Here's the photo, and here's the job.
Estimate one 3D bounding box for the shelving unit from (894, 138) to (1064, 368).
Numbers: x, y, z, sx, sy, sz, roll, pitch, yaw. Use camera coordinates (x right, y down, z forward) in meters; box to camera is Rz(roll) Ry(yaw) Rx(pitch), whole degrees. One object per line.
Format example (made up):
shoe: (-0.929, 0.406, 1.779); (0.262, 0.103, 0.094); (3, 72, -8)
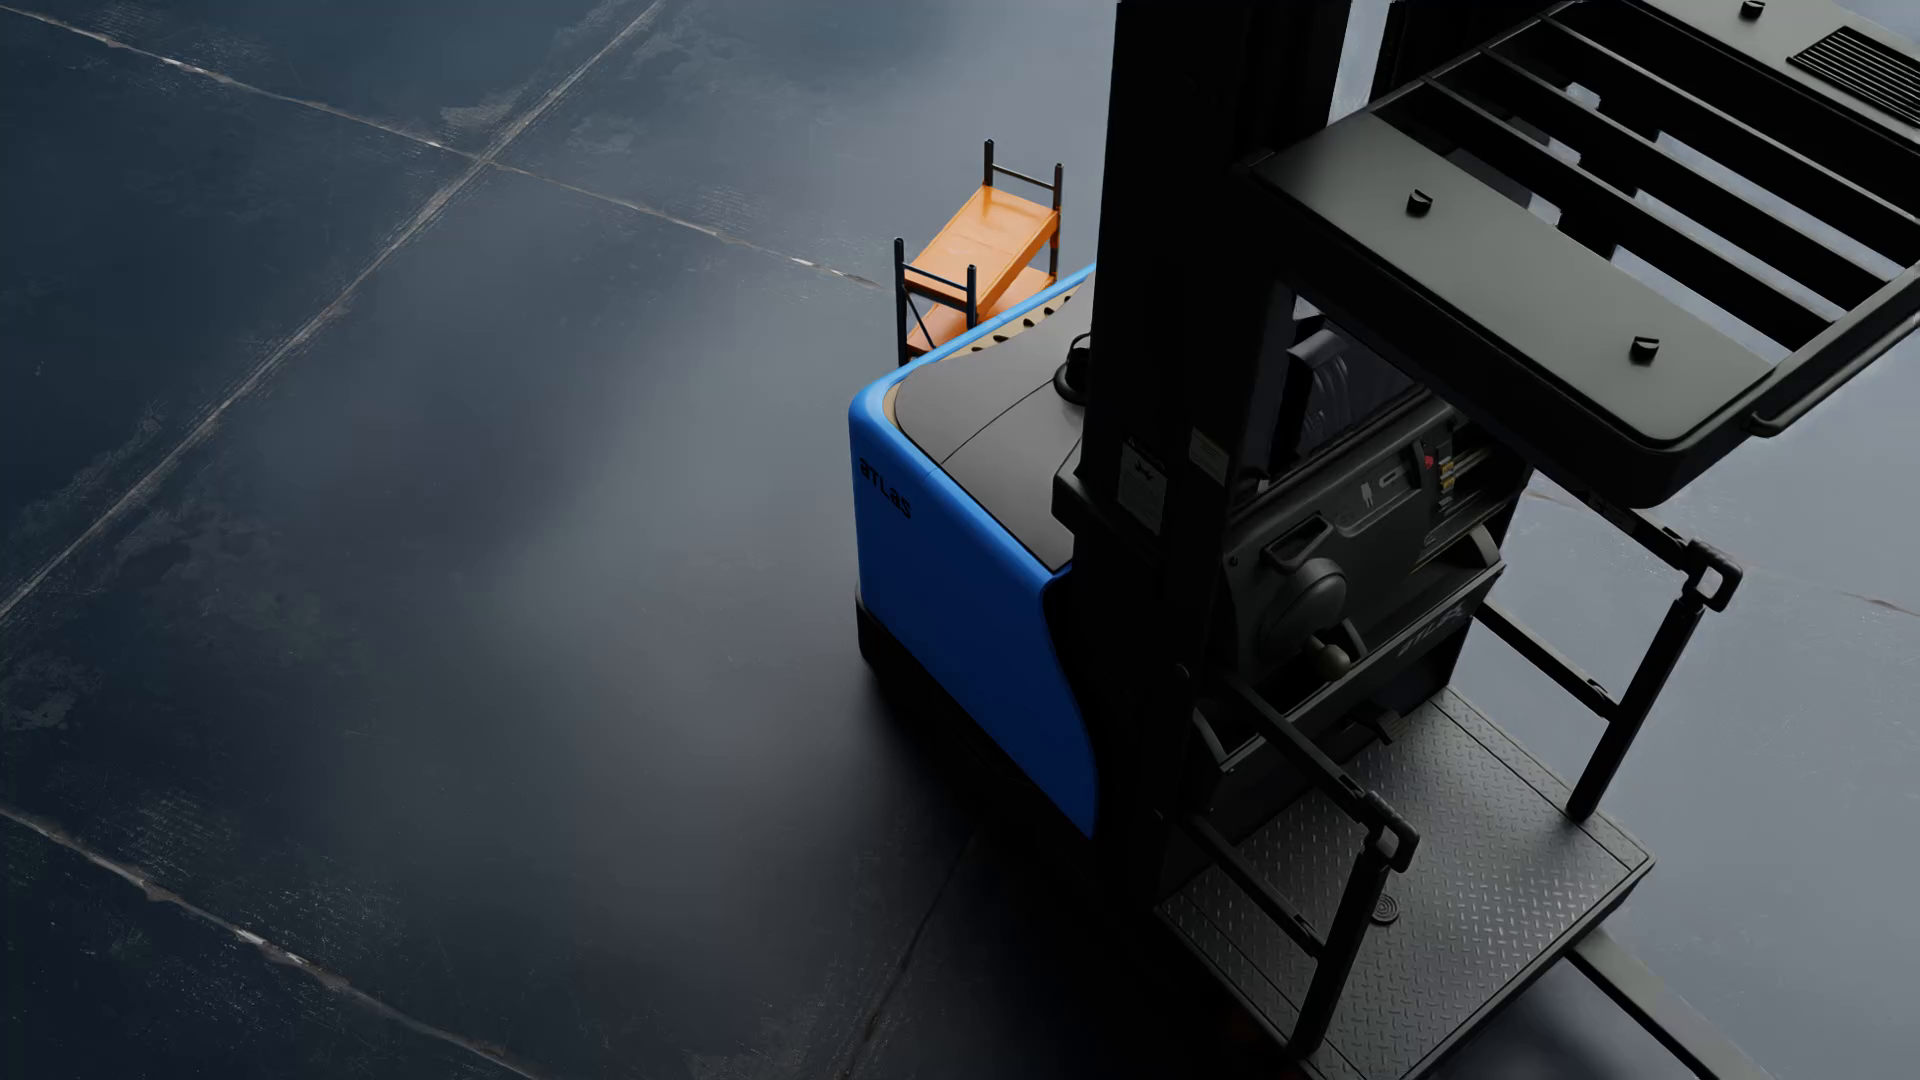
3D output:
shelving unit: (0.056, -0.517, 4.902); (0.258, 1.200, 0.503); (23, 54, 19)

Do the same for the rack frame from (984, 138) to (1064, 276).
rack frame: (0.177, -0.679, 5.040); (0.240, 1.200, 0.015); (23, 54, 19)

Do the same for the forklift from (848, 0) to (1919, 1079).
forklift: (1.012, 0.040, 3.291); (1.130, 2.935, 3.031); (-31, 56, -24)

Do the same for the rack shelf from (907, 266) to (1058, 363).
rack shelf: (0.056, -0.618, 4.783); (0.258, 0.148, 0.480); (23, 54, 19)

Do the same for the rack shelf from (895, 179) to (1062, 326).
rack shelf: (0.056, -0.772, 4.603); (0.258, 0.148, 0.480); (23, 54, 19)

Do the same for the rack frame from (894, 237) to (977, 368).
rack frame: (-0.065, -0.356, 4.765); (0.240, 1.200, 0.015); (23, 54, 19)
